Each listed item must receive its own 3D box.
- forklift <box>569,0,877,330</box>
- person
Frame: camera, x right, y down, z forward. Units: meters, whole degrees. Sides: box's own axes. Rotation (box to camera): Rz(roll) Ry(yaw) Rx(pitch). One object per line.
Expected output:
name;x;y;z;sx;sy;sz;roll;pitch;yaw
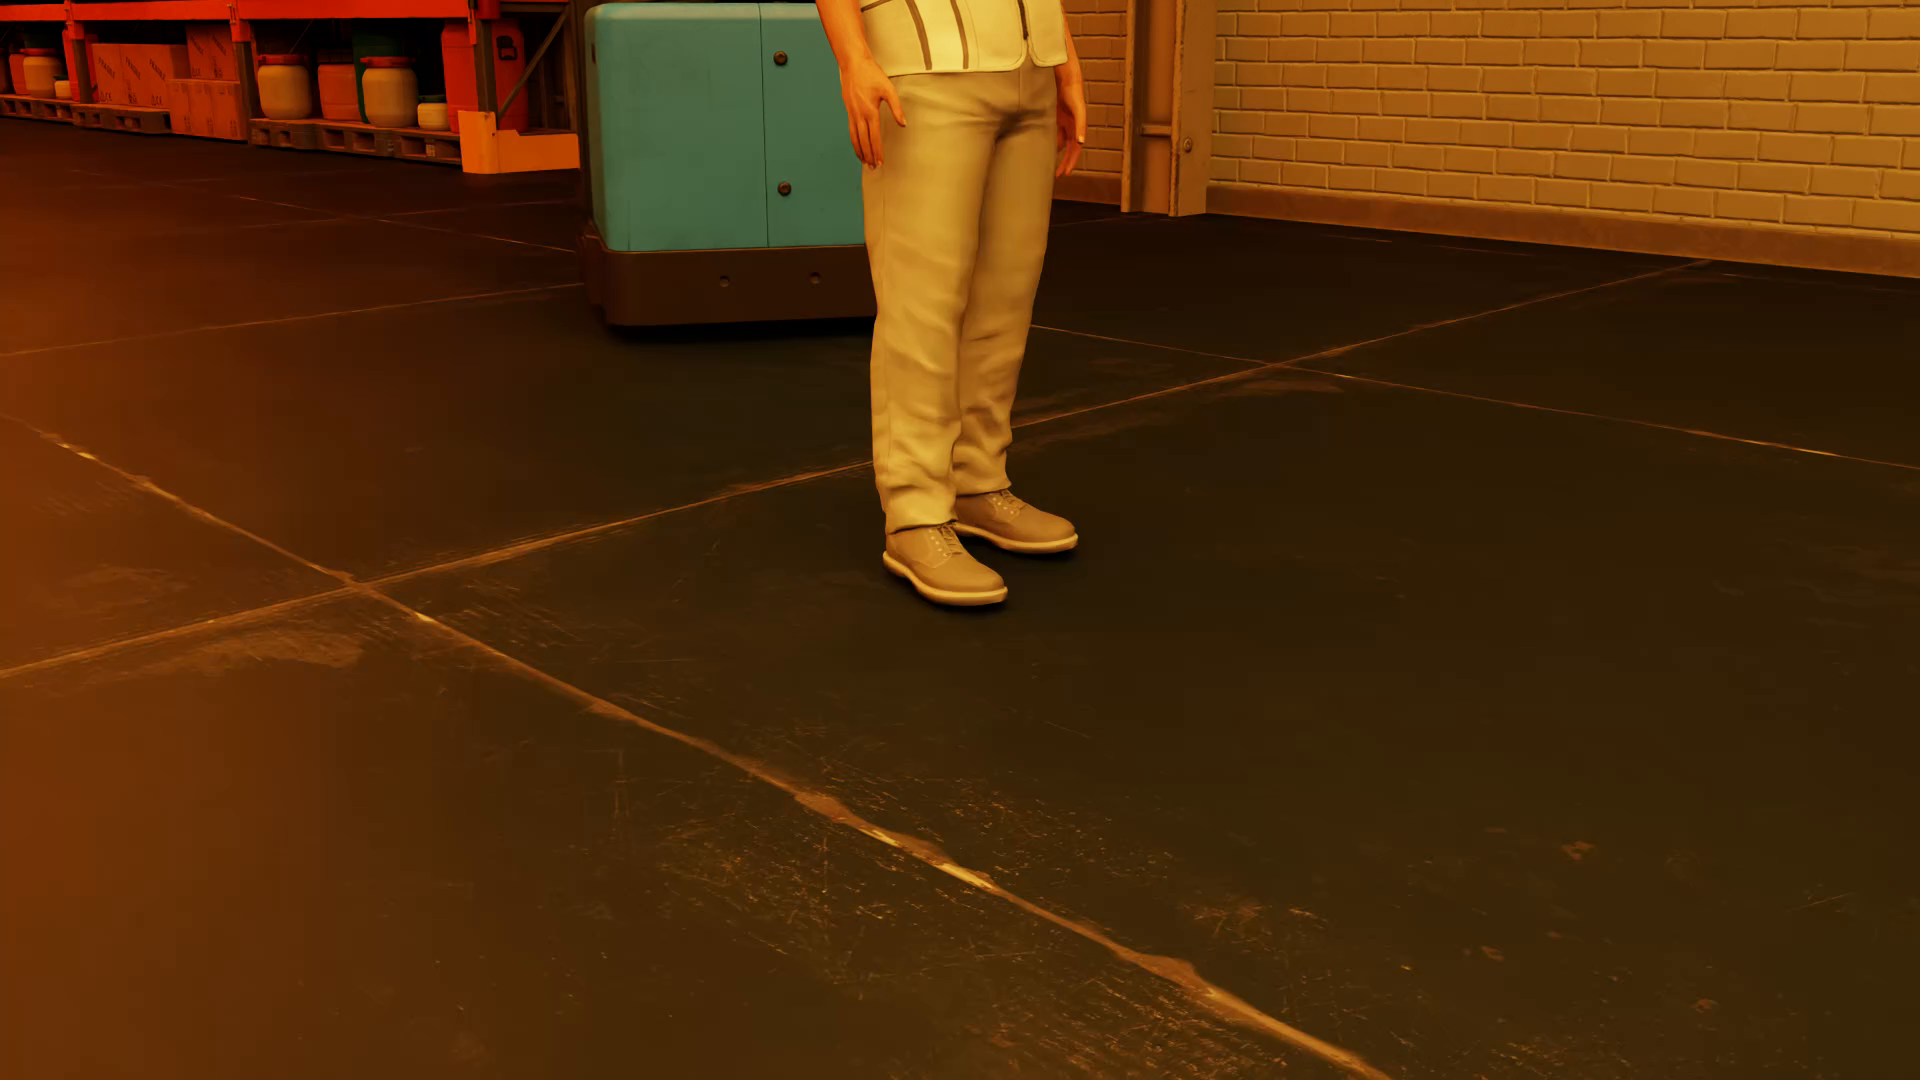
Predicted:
forklift;-1.005;-2.488;6.490;1.130;2.935;3.031;-4;18;-14
person;0.047;-0.840;3.070;0.575;1.781;0.640;16;23;42
